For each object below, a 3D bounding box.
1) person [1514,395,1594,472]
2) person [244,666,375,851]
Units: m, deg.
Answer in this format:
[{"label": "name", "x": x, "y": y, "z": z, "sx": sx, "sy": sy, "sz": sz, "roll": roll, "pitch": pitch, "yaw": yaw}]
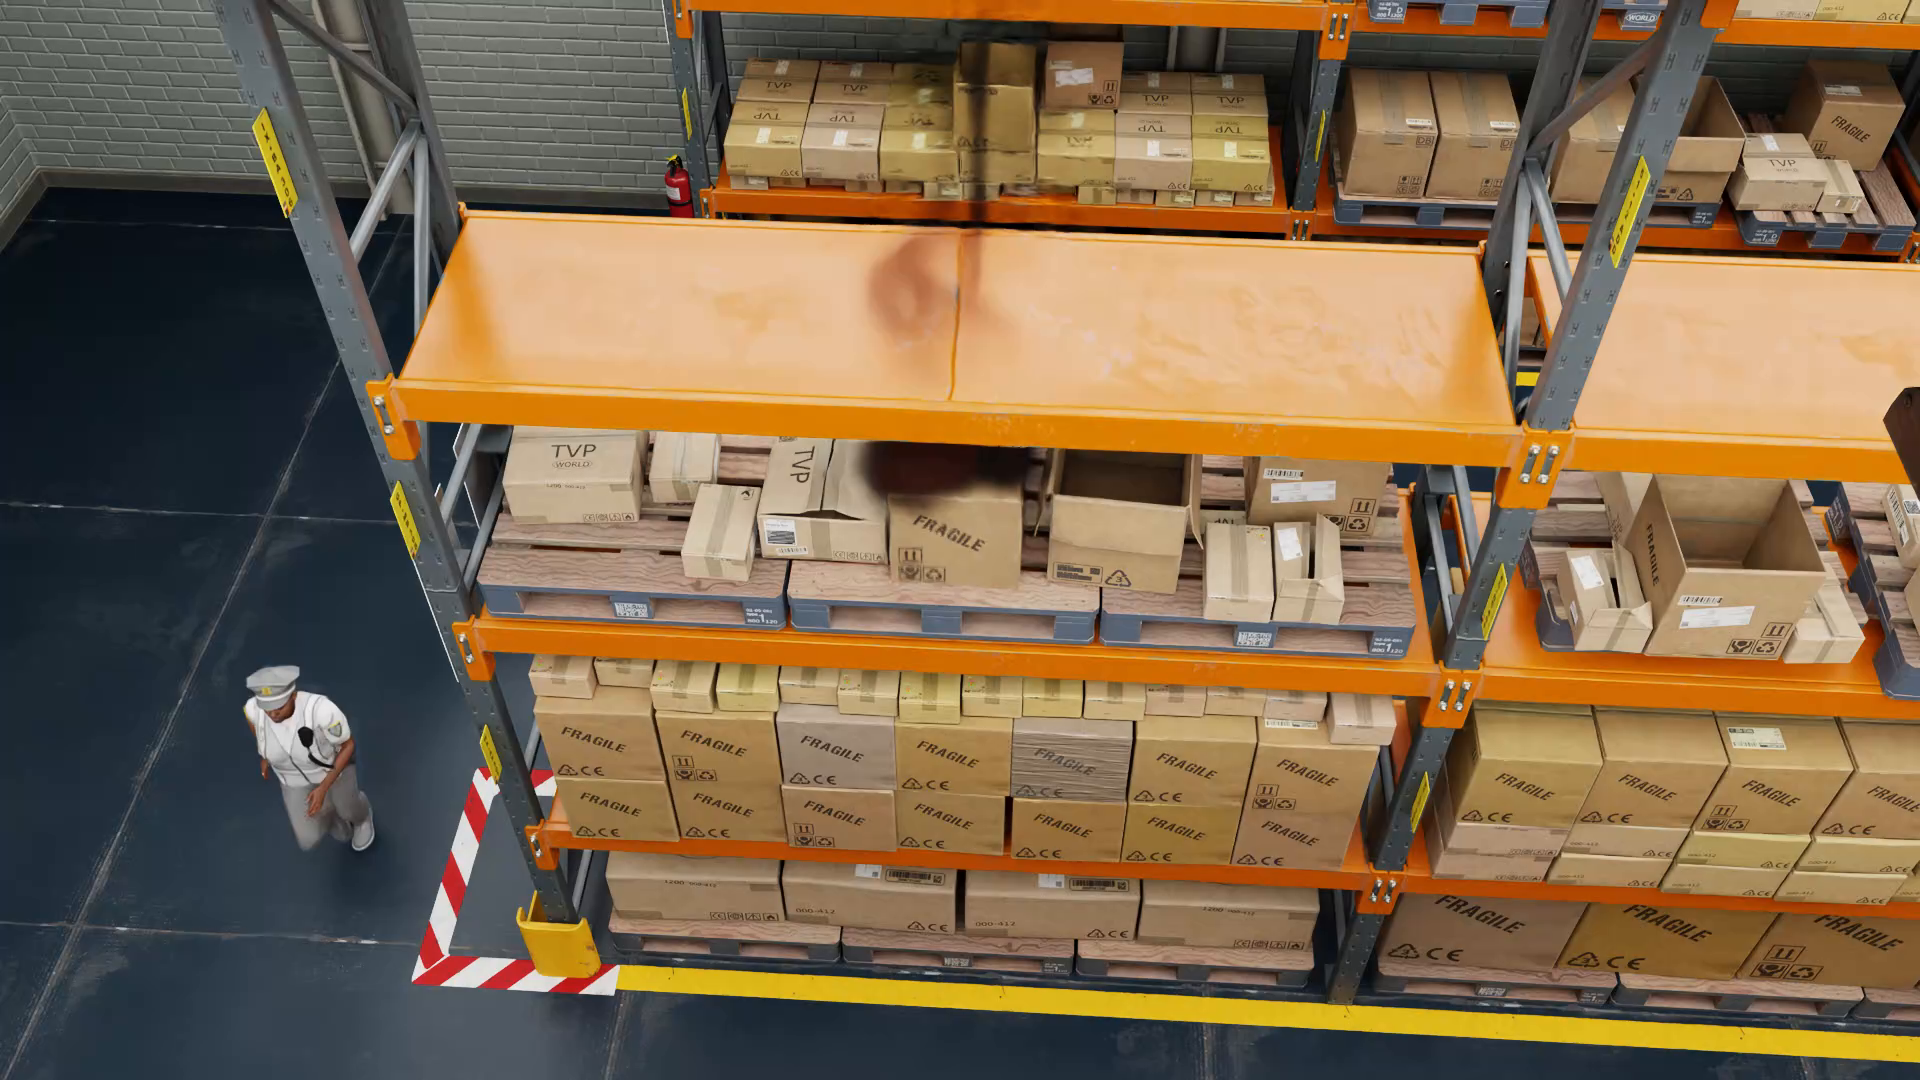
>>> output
[{"label": "person", "x": 3.332, "y": -0.267, "z": 9.832, "sx": 0.831, "sy": 1.769, "sz": 0.600, "roll": -1, "pitch": 48, "yaw": -1}, {"label": "person", "x": -3.331, "y": 1.206, "z": 8.531, "sx": 0.553, "sy": 1.646, "sz": 0.651, "roll": -5, "pitch": 48, "yaw": -5}]
